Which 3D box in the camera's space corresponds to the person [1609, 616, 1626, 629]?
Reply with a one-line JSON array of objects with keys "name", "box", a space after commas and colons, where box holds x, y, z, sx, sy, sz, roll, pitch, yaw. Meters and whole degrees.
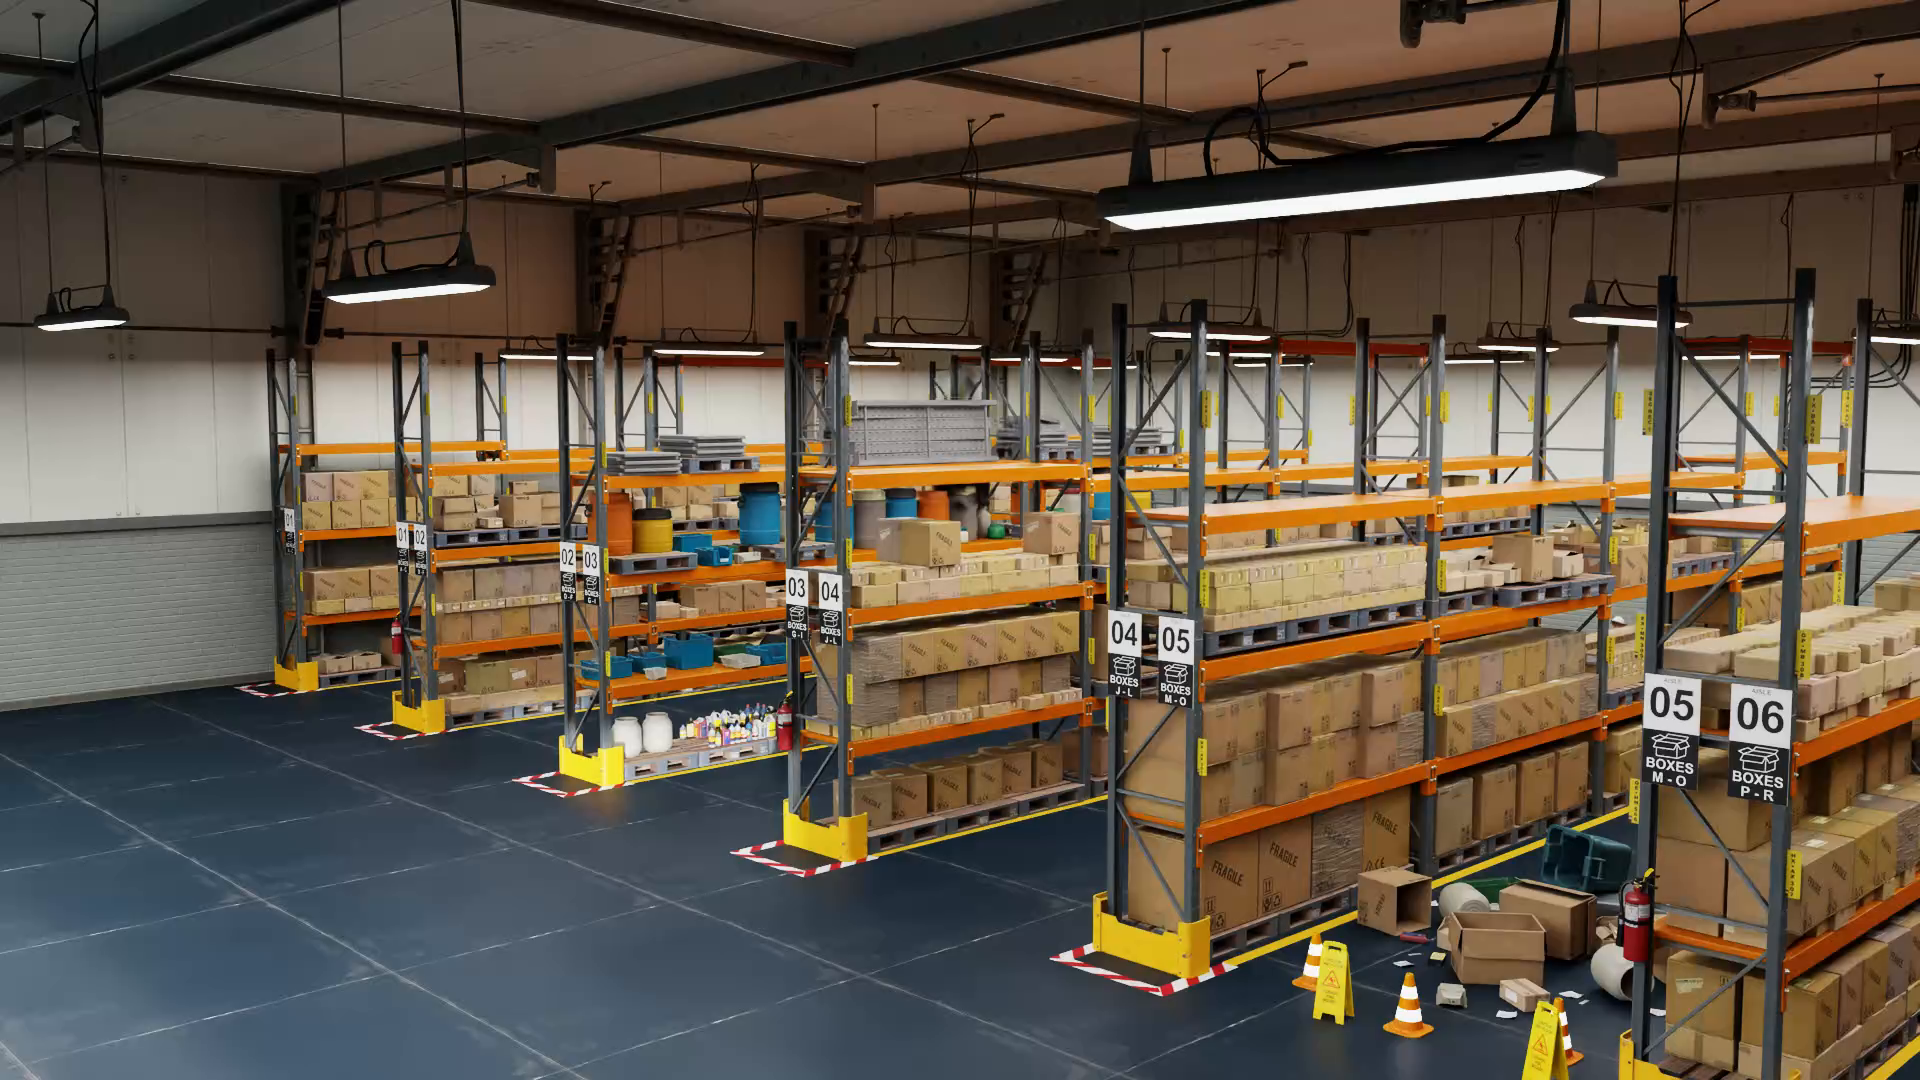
[{"name": "person", "box": [10.134, 2.059, 25.530, 1.002, 1.799, 0.672, -5, 7, -43]}]

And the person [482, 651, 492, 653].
[{"name": "person", "box": [-8.308, 1.728, 29.205, 0.685, 1.781, 0.950, 2, 5, 24]}]
